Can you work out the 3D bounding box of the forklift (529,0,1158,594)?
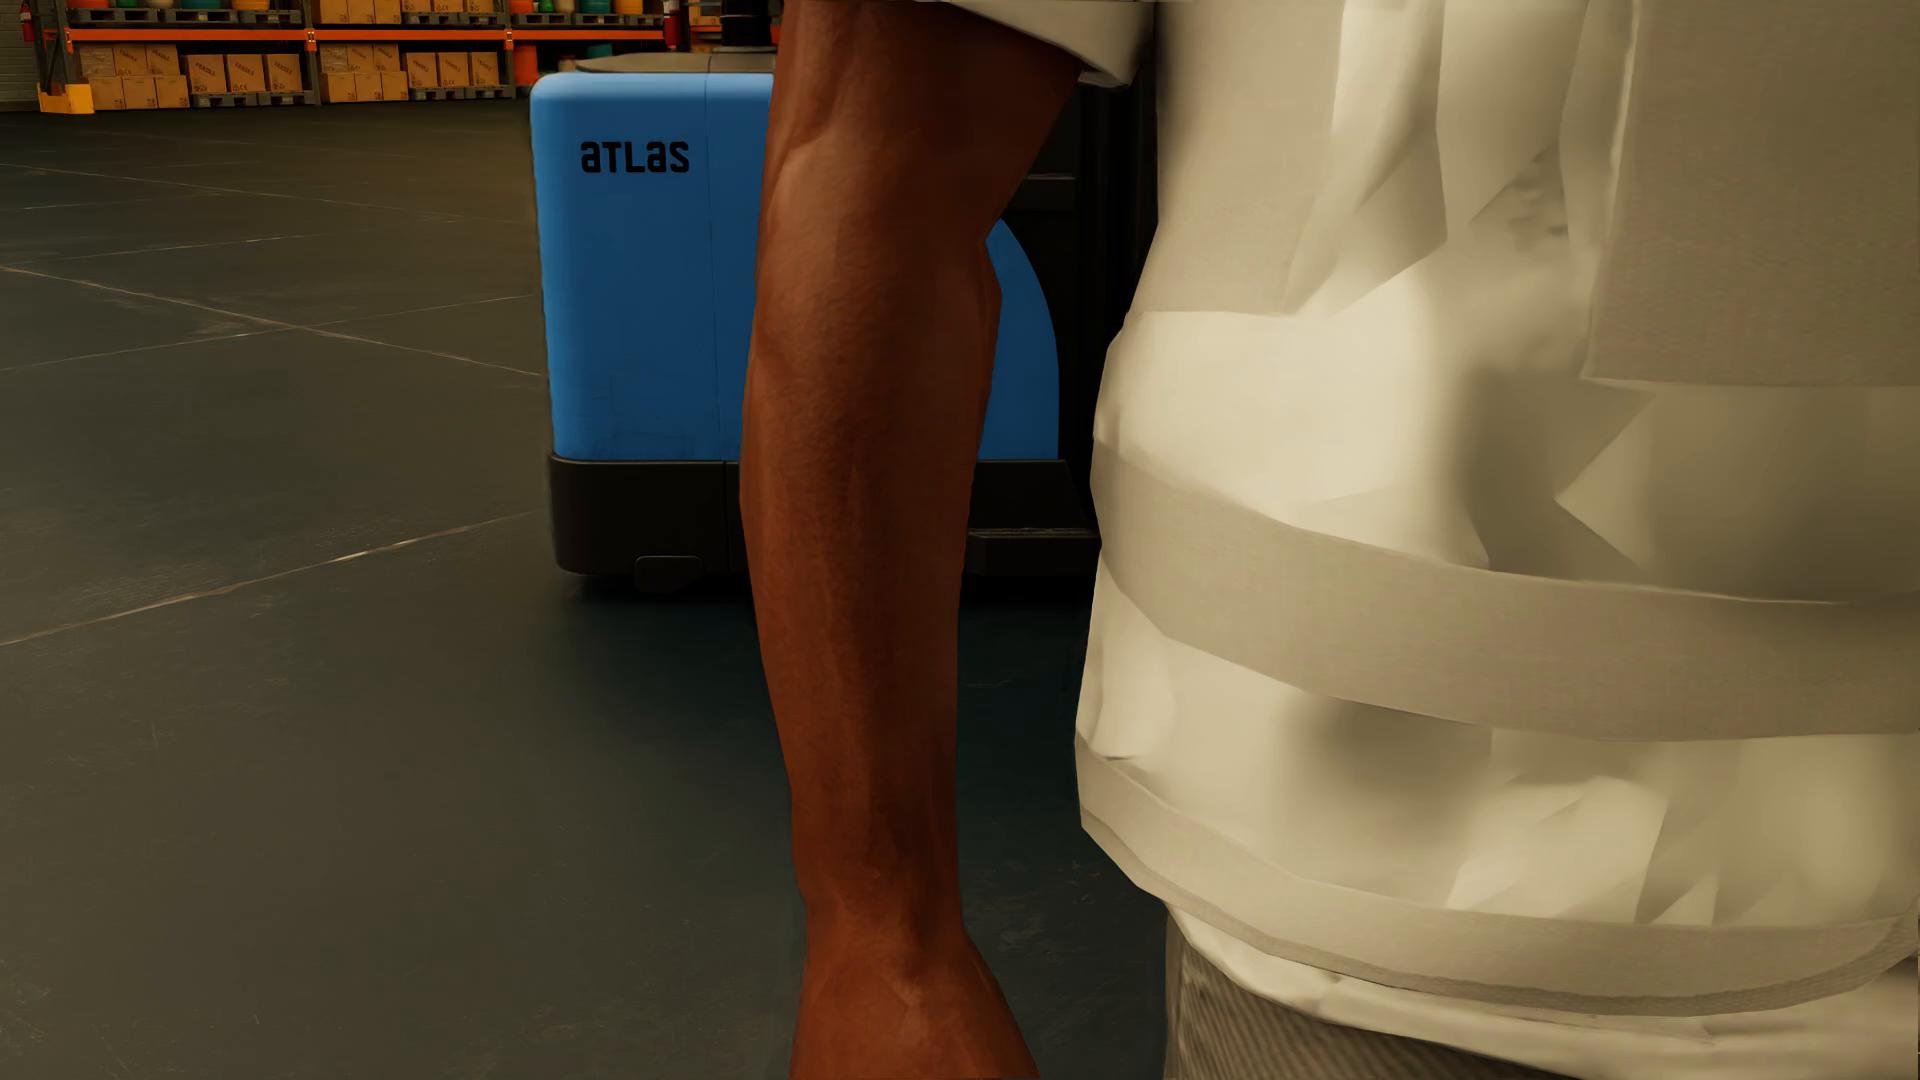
[{"bbox_3d":[0.646,-1.420,3.575,3.031,2.935,1.130,0,17,-1],"label":"forklift"}]
